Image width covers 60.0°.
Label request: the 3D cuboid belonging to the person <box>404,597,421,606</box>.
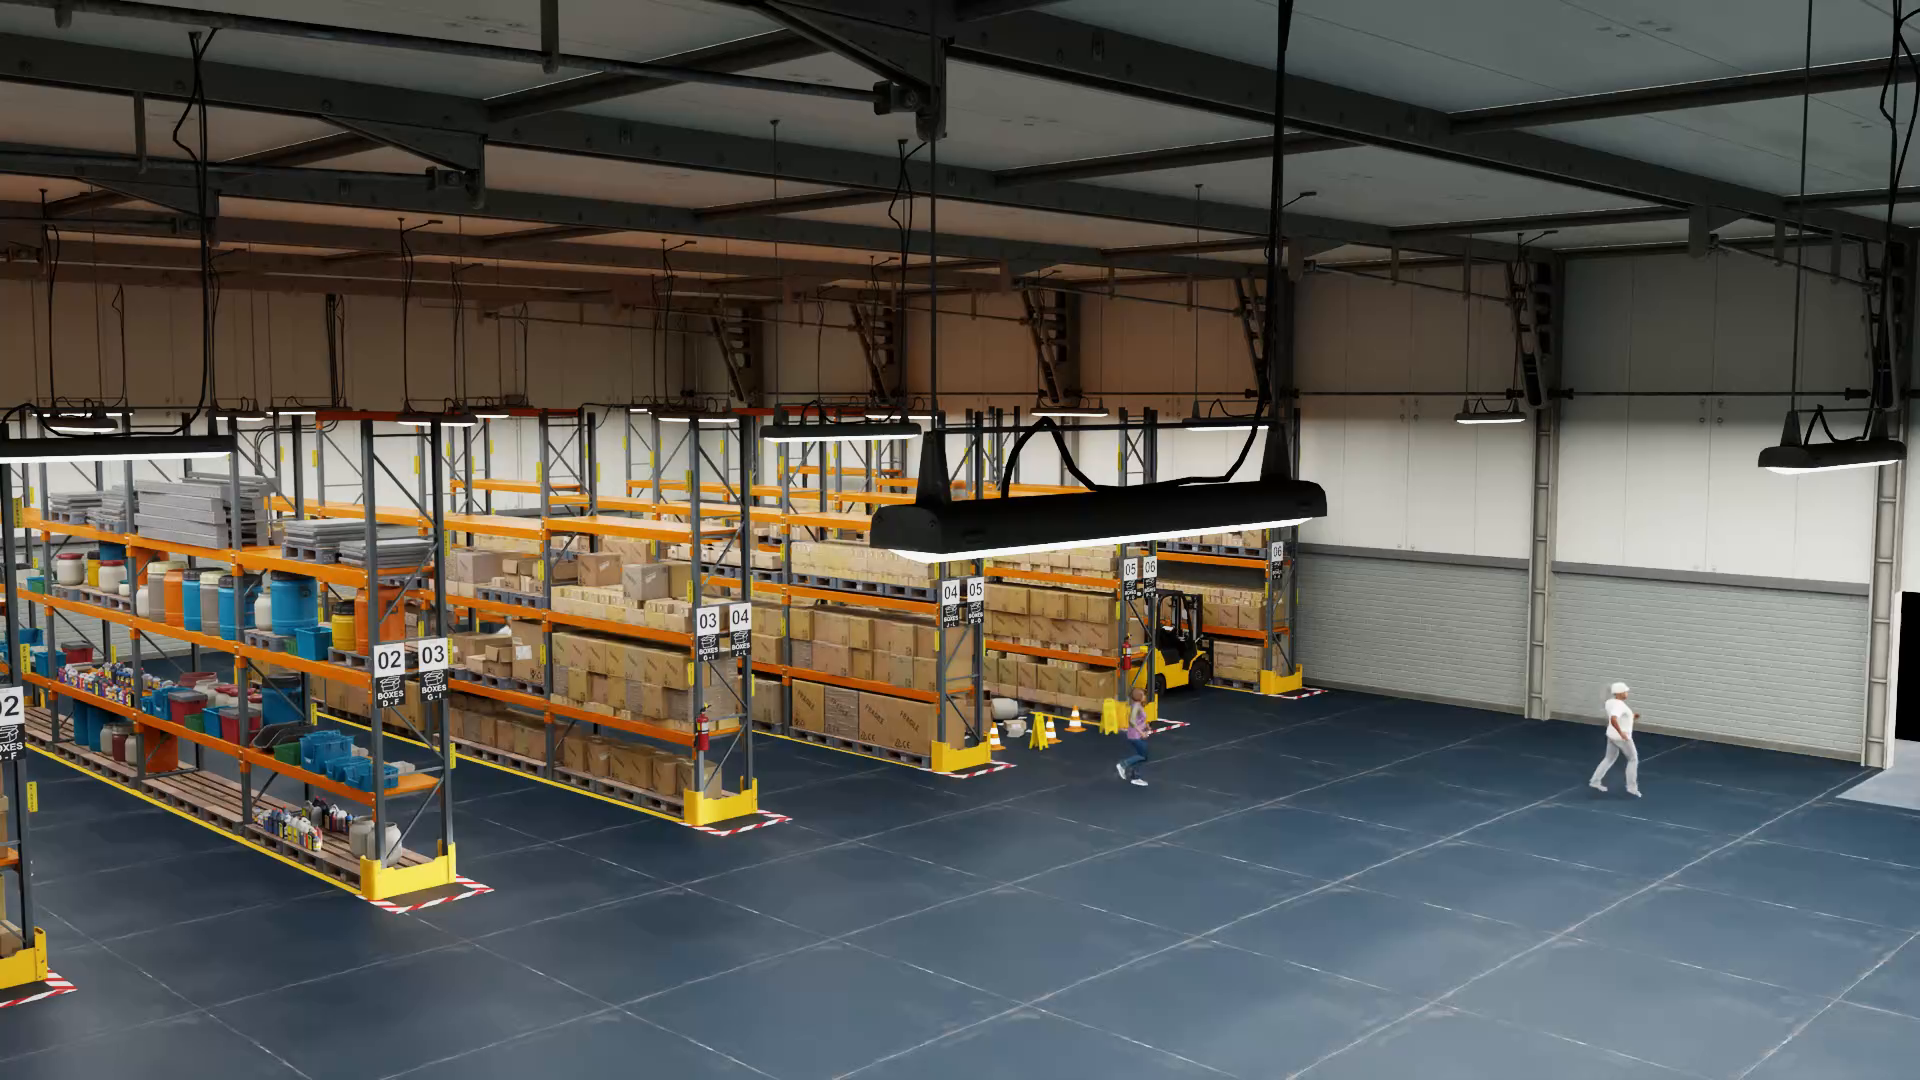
[{"bbox_3d":[-12.801,2.035,38.786,0.772,1.744,0.694,1,5,7],"label":"person"}]

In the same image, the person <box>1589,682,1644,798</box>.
[{"bbox_3d":[10.309,3.134,26.047,0.820,1.821,0.677,-1,5,-8],"label":"person"}]

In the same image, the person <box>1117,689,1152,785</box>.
[{"bbox_3d":[2.820,3.185,26.875,0.586,1.572,0.532,0,5,2],"label":"person"}]

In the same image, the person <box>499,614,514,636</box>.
[{"bbox_3d":[-9.437,2.393,35.045,0.618,1.718,0.862,-5,7,-42],"label":"person"}]
